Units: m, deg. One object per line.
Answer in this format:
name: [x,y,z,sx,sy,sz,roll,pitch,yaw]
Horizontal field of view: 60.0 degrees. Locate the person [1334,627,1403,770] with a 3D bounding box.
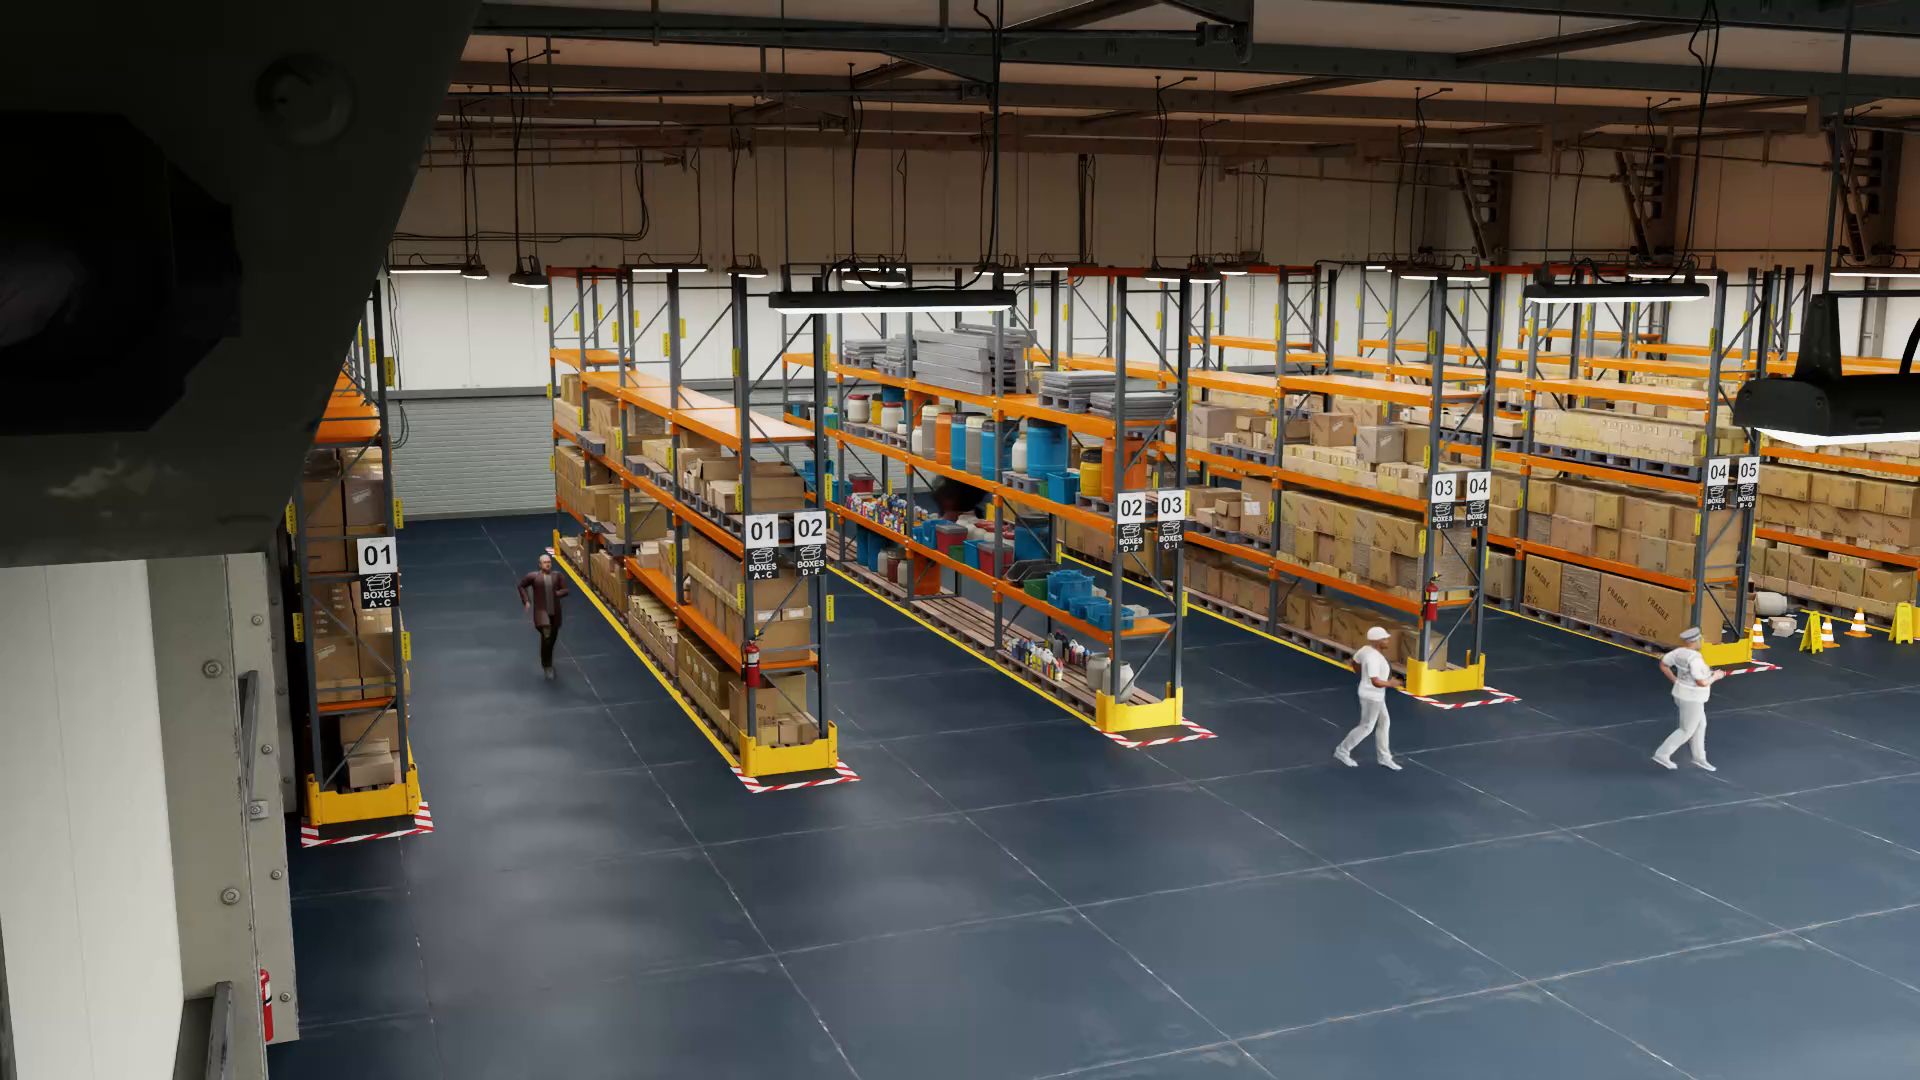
person: [5.030,1.949,20.376,0.834,1.816,0.724,2,10,11]

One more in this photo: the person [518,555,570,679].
person: [-6.223,1.131,25.035,0.672,1.847,0.855,-7,12,-35]

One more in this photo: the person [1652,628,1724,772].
person: [8.875,1.958,20.237,0.834,1.823,0.651,0,10,3]
